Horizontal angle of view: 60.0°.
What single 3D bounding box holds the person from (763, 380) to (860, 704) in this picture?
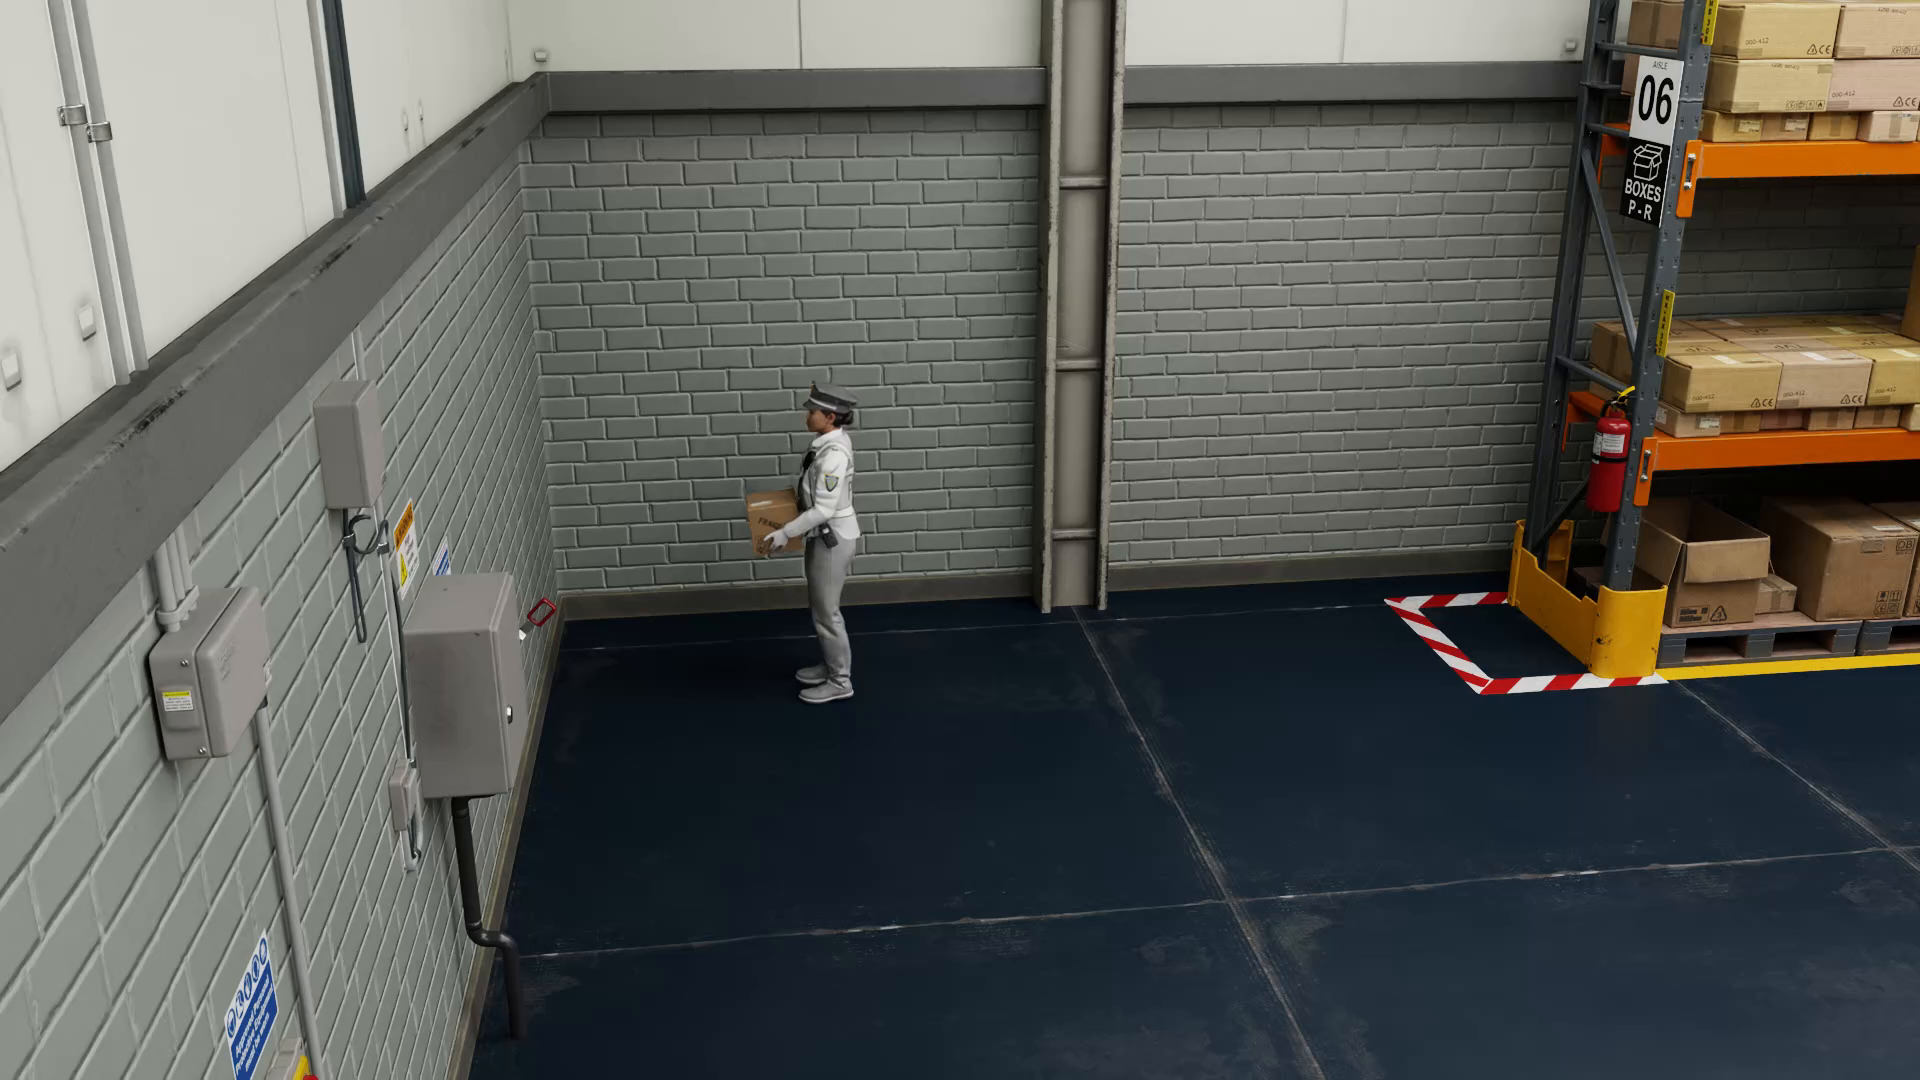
[{"bbox_3d":[-0.757,0.003,8.518,0.504,1.692,0.486,-3,20,-8],"label":"person"}]
